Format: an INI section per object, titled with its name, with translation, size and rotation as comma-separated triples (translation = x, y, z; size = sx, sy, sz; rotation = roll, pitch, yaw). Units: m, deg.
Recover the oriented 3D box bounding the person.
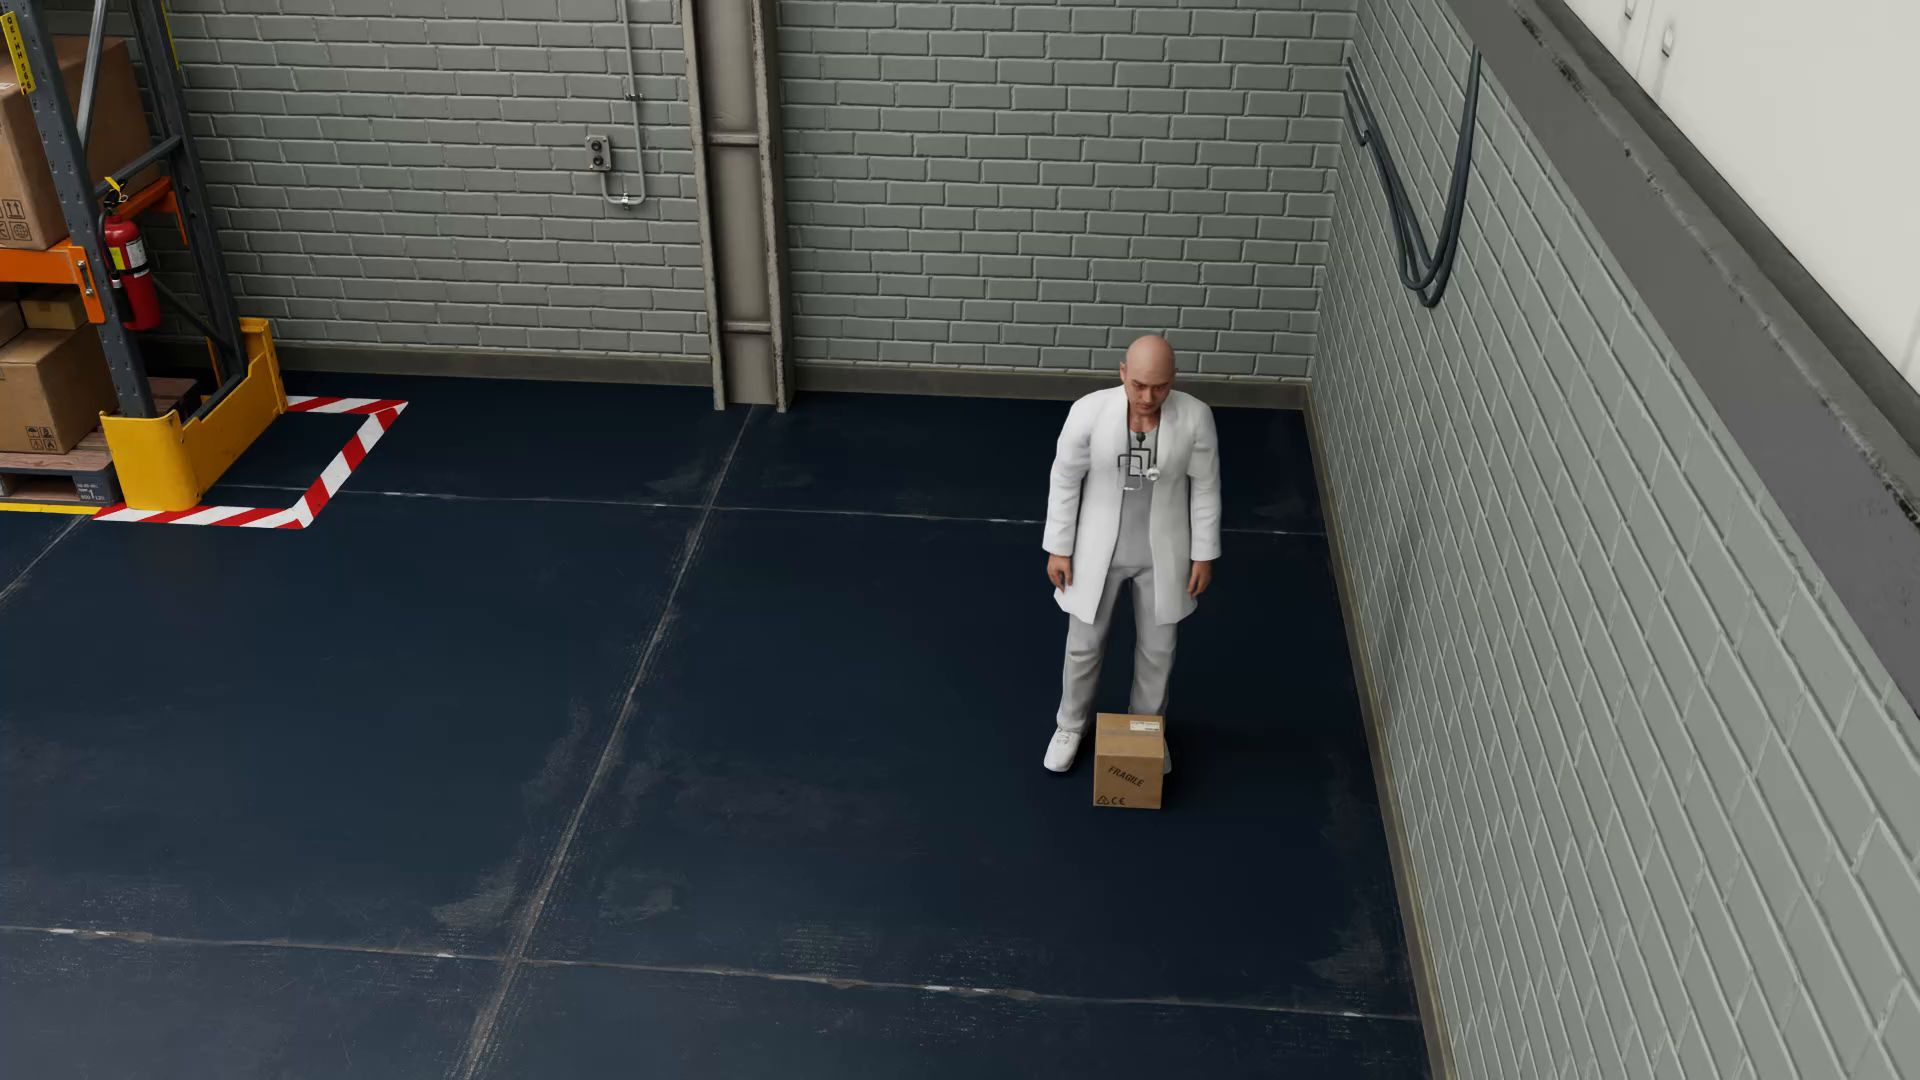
[person]
translation = 0.623, 0.054, 6.062
size = 0.647, 1.774, 0.421
rotation = 2, 32, 4
